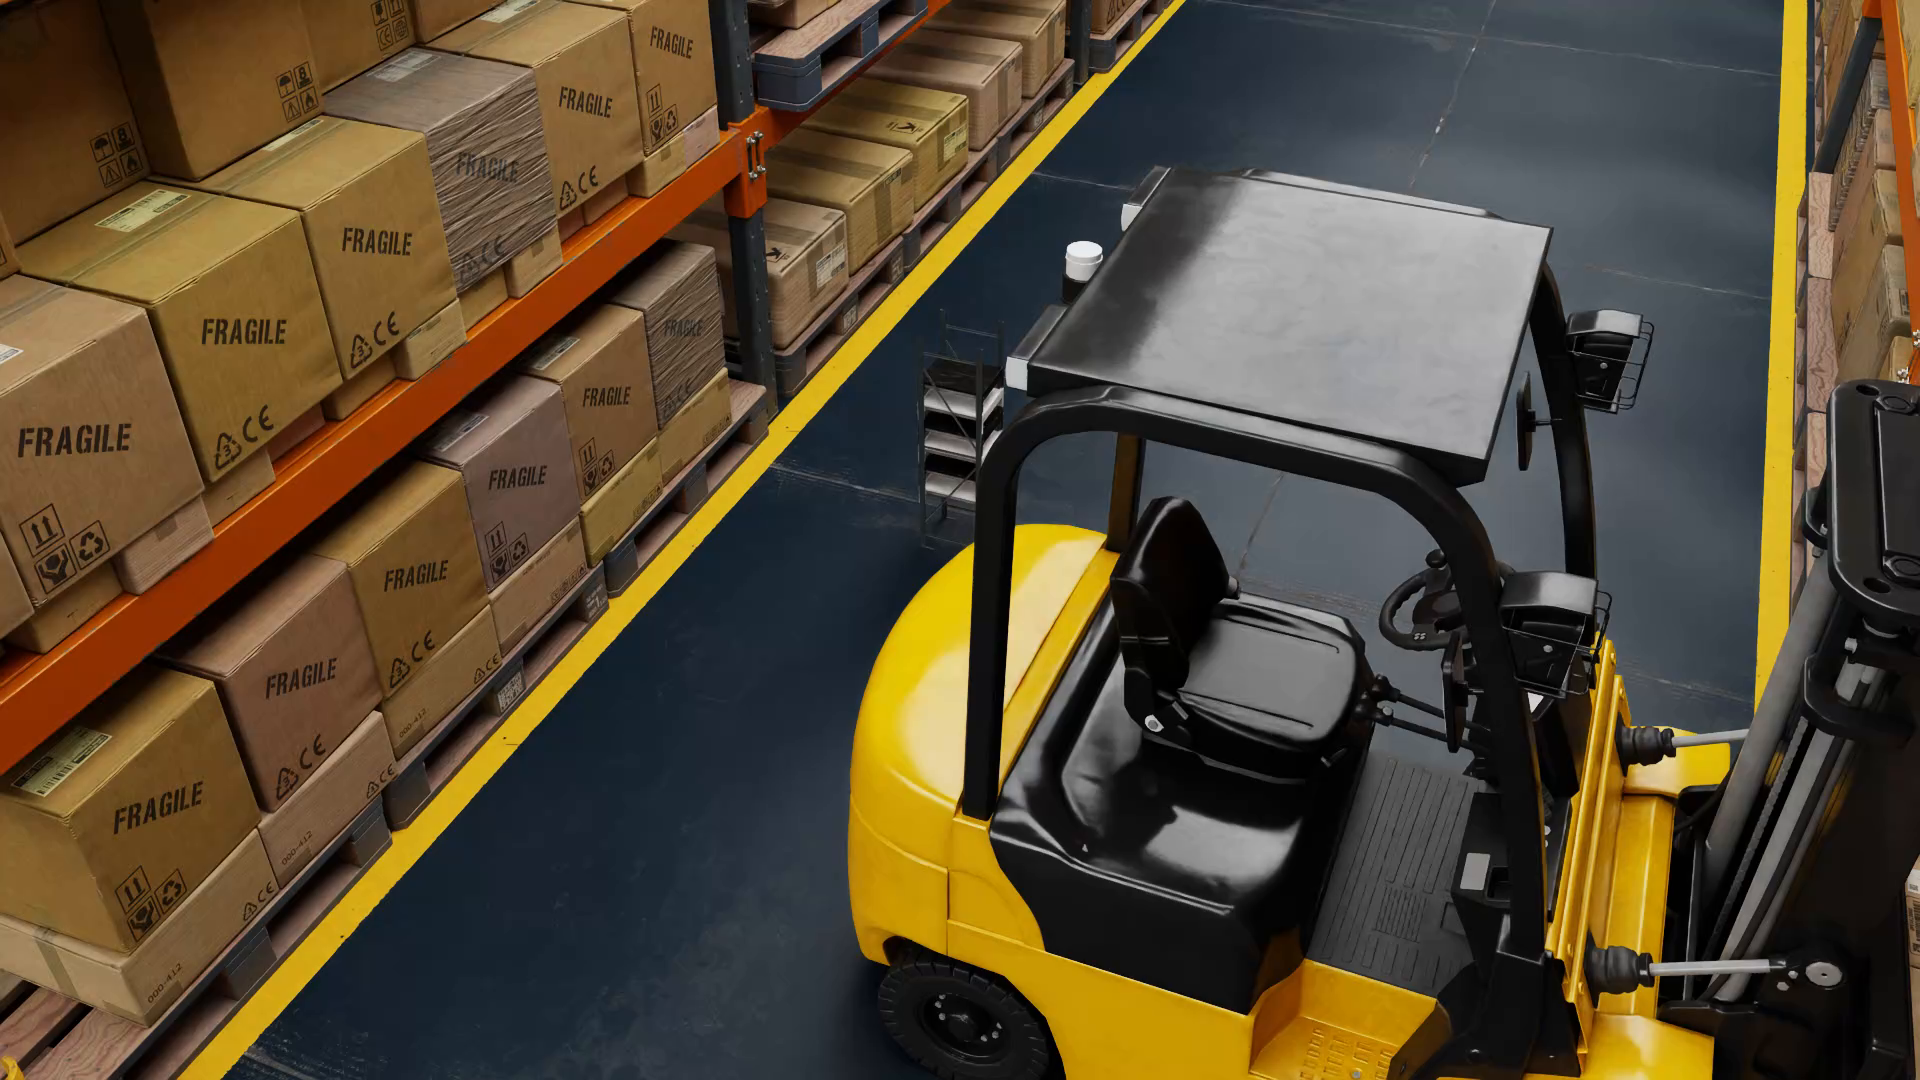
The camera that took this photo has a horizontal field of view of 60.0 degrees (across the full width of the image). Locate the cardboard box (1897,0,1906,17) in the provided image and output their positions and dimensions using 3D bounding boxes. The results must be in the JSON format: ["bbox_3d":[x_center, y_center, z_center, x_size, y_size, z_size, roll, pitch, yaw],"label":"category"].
[{"bbox_3d":[4.280,-2.369,7.040,0.500,0.250,0.500,13,39,17],"label":"cardboard box"}]

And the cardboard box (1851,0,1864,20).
[{"bbox_3d":[4.900,-2.813,8.703,0.380,0.149,0.250,12,38,15],"label":"cardboard box"}]

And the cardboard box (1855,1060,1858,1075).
[{"bbox_3d":[2.101,1.359,3.455,0.500,0.250,0.500,13,39,17],"label":"cardboard box"}]

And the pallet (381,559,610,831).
[{"bbox_3d":[-1.929,0.364,5.587,1.003,0.211,1.213,14,39,18],"label":"pallet"}]

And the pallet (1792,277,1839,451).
[{"bbox_3d":[4.056,-0.660,6.957,1.003,0.211,1.213,14,39,18],"label":"pallet"}]

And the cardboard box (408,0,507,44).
[{"bbox_3d":[-1.826,-1.898,5.117,0.700,0.500,0.500,14,39,18],"label":"cardboard box"}]

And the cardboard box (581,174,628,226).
[{"bbox_3d":[-1.343,-1.196,5.555,0.380,0.149,0.250,14,39,18],"label":"cardboard box"}]

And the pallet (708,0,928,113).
[{"bbox_3d":[-0.818,-2.124,6.746,1.003,0.211,1.213,14,39,18],"label":"pallet"}]

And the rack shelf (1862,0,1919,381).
[{"bbox_3d":[4.110,-1.501,6.354,1.077,0.370,4.000,14,39,18],"label":"rack shelf"}]

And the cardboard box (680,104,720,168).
[{"bbox_3d":[-1.083,-1.463,5.911,0.380,0.149,0.250,13,39,17],"label":"cardboard box"}]

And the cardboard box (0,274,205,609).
[{"bbox_3d":[-2.134,-0.242,3.736,0.500,0.500,0.500,15,39,19],"label":"cardboard box"}]

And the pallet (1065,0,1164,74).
[{"bbox_3d":[0.649,-3.328,10.526,1.003,0.211,1.213,14,39,18],"label":"pallet"}]

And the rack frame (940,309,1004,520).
[{"bbox_3d":[0.042,-0.421,6.062,0.240,0.900,0.006,14,39,18],"label":"rack frame"}]

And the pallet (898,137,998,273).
[{"bbox_3d":[-0.485,-1.803,8.486,1.003,0.211,1.213,14,39,18],"label":"pallet"}]

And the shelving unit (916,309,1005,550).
[{"bbox_3d":[0.003,-0.365,5.987,0.258,0.900,0.210,14,39,18],"label":"shelving unit"}]

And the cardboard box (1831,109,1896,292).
[{"bbox_3d":[4.379,-1.408,7.261,0.875,0.625,0.625,15,39,19],"label":"cardboard box"}]

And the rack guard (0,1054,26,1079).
[{"bbox_3d":[-2.736,1.363,4.009,1.175,0.500,0.348,14,39,18],"label":"rack guard"}]

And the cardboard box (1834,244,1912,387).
[{"bbox_3d":[3.839,-0.619,6.205,0.875,0.625,0.625,13,39,17],"label":"cardboard box"}]

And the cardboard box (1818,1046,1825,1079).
[{"bbox_3d":[2.287,1.293,3.961,0.500,0.250,0.500,15,39,19],"label":"cardboard box"}]

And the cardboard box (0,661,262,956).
[{"bbox_3d":[-2.194,0.640,4.208,0.500,0.500,0.500,13,39,16],"label":"cardboard box"}]

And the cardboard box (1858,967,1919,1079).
[{"bbox_3d":[2.085,1.173,3.285,0.500,0.250,0.500,14,39,18],"label":"cardboard box"}]

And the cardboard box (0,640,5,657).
[{"bbox_3d":[-2.361,0.220,3.659,0.380,0.149,0.250,14,39,18],"label":"cardboard box"}]

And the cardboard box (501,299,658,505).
[{"bbox_3d":[-1.412,-0.507,5.743,0.500,0.500,0.500,15,39,19],"label":"cardboard box"}]

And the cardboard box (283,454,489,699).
[{"bbox_3d":[-1.800,0.073,4.966,0.500,0.500,0.500,15,39,19],"label":"cardboard box"}]

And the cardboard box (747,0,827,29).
[{"bbox_3d":[-0.741,-2.112,6.430,0.380,0.149,0.250,14,39,18],"label":"cardboard box"}]

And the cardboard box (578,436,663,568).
[{"bbox_3d":[-1.413,-0.192,5.947,0.500,0.250,0.500,13,39,17],"label":"cardboard box"}]

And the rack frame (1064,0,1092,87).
[{"bbox_3d":[0.279,-4.025,9.130,1.000,3.000,0.127,14,39,18],"label":"rack frame"}]

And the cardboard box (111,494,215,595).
[{"bbox_3d":[-2.046,-0.038,4.005,0.380,0.149,0.250,14,39,18],"label":"cardboard box"}]

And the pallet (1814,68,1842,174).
[{"bbox_3d":[5.190,-2.185,8.997,1.003,0.211,1.213,14,39,18],"label":"pallet"}]

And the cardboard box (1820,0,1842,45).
[{"bbox_3d":[5.410,-3.204,9.768,0.500,0.500,0.500,12,39,16],"label":"cardboard box"}]

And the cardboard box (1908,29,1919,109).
[{"bbox_3d":[3.891,-1.796,6.272,0.500,0.250,0.500,15,39,19],"label":"cardboard box"}]

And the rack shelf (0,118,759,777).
[{"bbox_3d":[-2.004,-0.415,4.901,1.077,0.370,4.000,14,39,18],"label":"rack shelf"}]

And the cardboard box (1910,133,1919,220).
[{"bbox_3d":[3.485,-1.240,5.529,0.500,0.250,0.500,14,39,17],"label":"cardboard box"}]

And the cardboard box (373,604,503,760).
[{"bbox_3d":[-1.805,0.367,5.199,0.500,0.250,0.500,16,40,21],"label":"cardboard box"}]

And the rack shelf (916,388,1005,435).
[{"bbox_3d":[0.003,-0.482,5.899,0.258,0.077,0.200,14,39,18],"label":"rack shelf"}]

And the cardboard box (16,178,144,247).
[{"bbox_3d":[-2.425,-0.671,4.310,0.500,0.500,0.500,14,39,18],"label":"cardboard box"}]

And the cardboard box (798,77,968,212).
[{"bbox_3d":[-0.512,-2.002,8.267,0.950,0.372,0.625,15,39,19],"label":"cardboard box"}]

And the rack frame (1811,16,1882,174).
[{"bbox_3d":[4.871,-2.897,7.620,1.000,3.000,0.127,14,39,18],"label":"rack frame"}]

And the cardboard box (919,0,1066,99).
[{"bbox_3d":[0.055,-2.831,9.376,0.950,0.372,0.625,11,38,15],"label":"cardboard box"}]

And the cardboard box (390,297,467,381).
[{"bbox_3d":[-1.656,-0.614,4.776,0.380,0.149,0.250,14,39,18],"label":"cardboard box"}]

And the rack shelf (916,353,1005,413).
[{"bbox_3d":[0.003,-0.554,5.845,0.258,0.077,0.200,14,39,18],"label":"rack shelf"}]

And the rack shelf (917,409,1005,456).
[{"bbox_3d":[0.003,-0.410,5.953,0.258,0.077,0.200,14,39,18],"label":"rack shelf"}]

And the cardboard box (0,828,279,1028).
[{"bbox_3d":[-2.202,0.953,4.415,0.500,0.250,0.500,14,39,17],"label":"cardboard box"}]

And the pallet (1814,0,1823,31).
[{"bbox_3d":[6.118,-3.536,10.804,1.003,0.211,1.213,14,39,18],"label":"pallet"}]

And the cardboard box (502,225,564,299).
[{"bbox_3d":[-1.467,-0.900,5.158,0.380,0.149,0.250,13,39,17],"label":"cardboard box"}]

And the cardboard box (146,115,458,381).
[{"bbox_3d":[-1.755,-0.808,4.493,0.500,0.500,0.500,13,39,17],"label":"cardboard box"}]

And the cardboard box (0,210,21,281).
[{"bbox_3d":[-2.573,-0.767,3.603,0.700,0.500,0.500,14,39,18],"label":"cardboard box"}]

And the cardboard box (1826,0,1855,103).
[{"bbox_3d":[5.033,-2.622,8.989,0.500,0.500,0.500,13,39,17],"label":"cardboard box"}]

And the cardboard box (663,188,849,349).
[{"bbox_3d":[-1.046,-1.217,7.217,0.950,0.372,0.625,14,39,18],"label":"cardboard box"}]

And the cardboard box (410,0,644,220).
[{"bbox_3d":[-1.372,-1.381,5.260,0.500,0.500,0.500,15,39,19],"label":"cardboard box"}]

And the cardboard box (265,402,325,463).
[{"bbox_3d":[-1.934,-0.349,4.421,0.380,0.149,0.250,15,39,19],"label":"cardboard box"}]

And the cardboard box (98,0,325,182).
[{"bbox_3d":[-2.156,-1.317,4.340,0.700,0.500,0.500,14,39,17],"label":"cardboard box"}]
